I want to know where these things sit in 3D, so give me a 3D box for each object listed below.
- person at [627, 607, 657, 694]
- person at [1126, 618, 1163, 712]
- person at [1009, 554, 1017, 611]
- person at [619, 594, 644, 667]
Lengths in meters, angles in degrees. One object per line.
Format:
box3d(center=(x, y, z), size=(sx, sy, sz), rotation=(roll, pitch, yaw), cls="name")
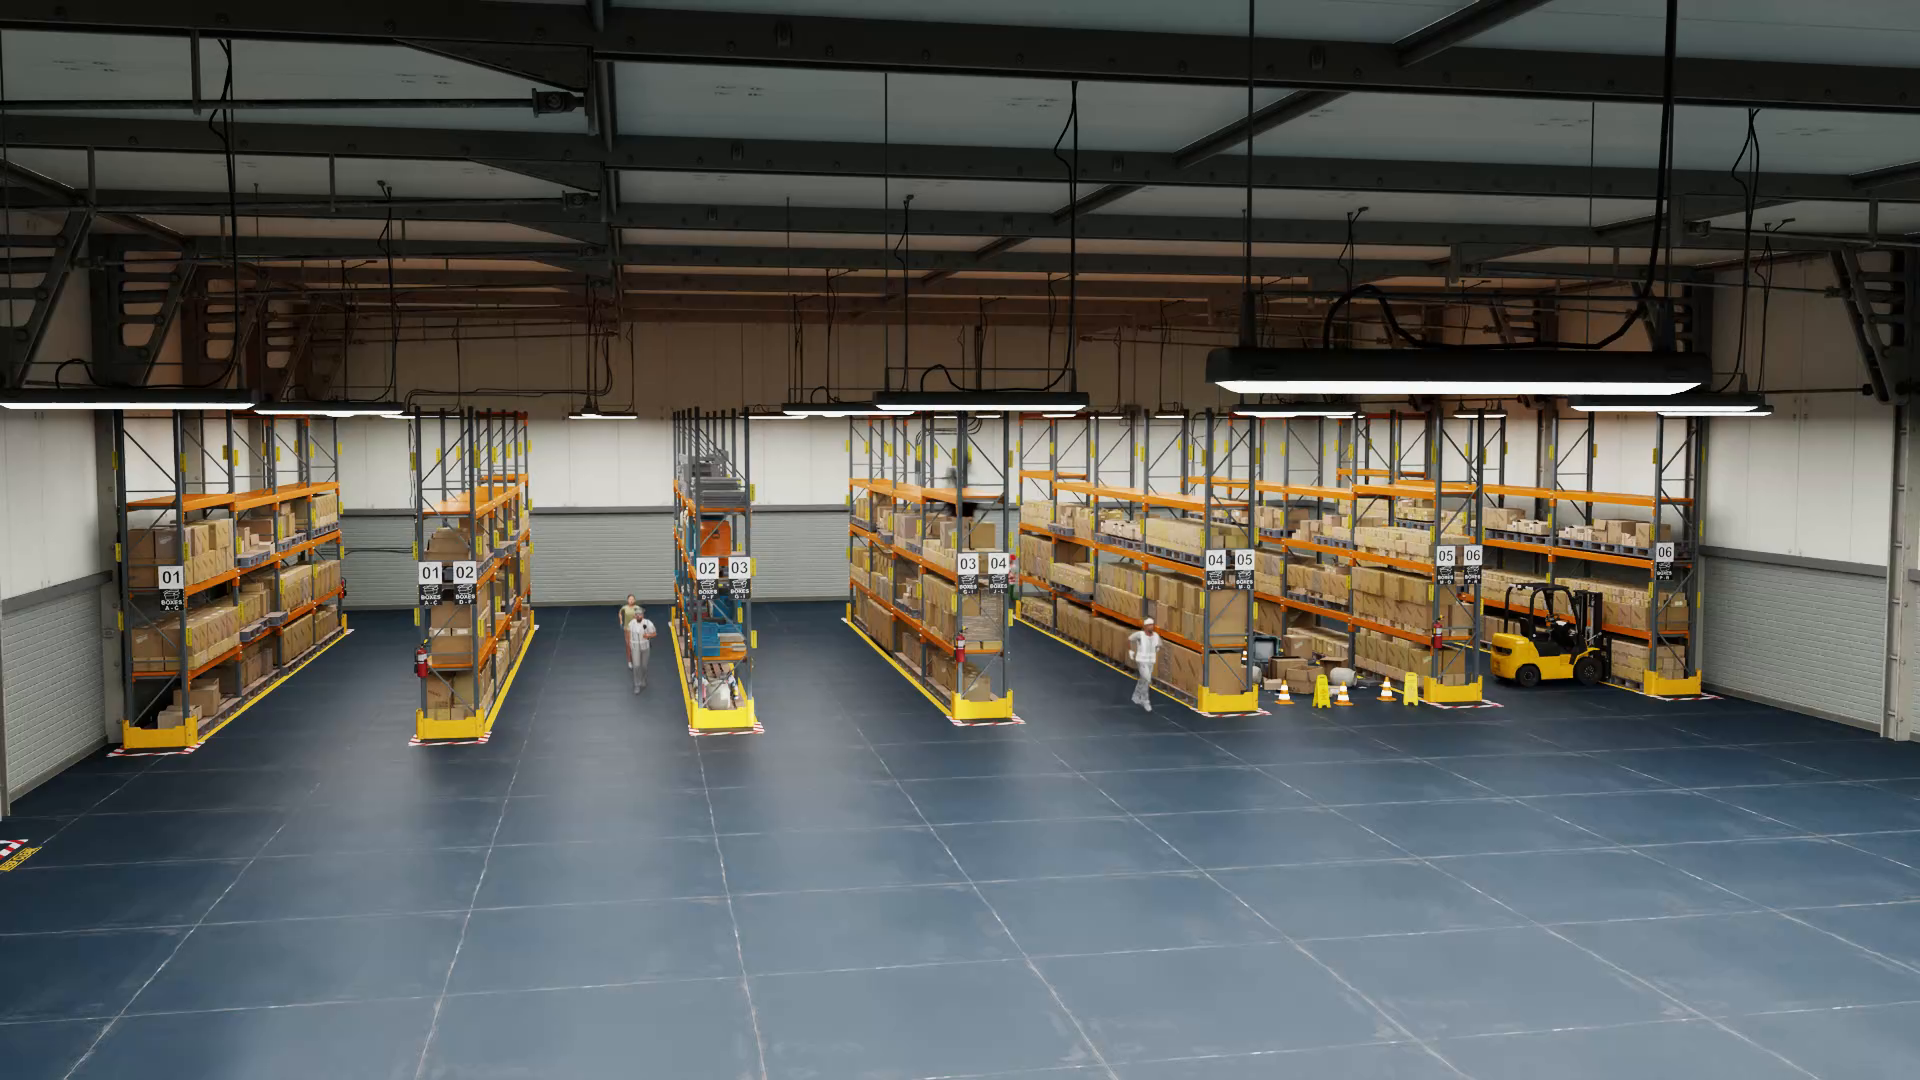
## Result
box3d(center=(-6.790, 2.321, 35.393), size=(0.609, 1.818, 0.910), rotation=(-1, 4, -8), cls="person")
box3d(center=(3.724, 2.465, 33.254), size=(0.672, 1.816, 0.812), rotation=(-2, 5, -30), cls="person")
box3d(center=(1.490, 1.317, 49.541), size=(0.838, 1.804, 0.676), rotation=(-3, 5, -33), cls="person")
box3d(center=(-7.679, 2.097, 38.912), size=(0.574, 1.655, 0.969), rotation=(-1, 4, -14), cls="person")
